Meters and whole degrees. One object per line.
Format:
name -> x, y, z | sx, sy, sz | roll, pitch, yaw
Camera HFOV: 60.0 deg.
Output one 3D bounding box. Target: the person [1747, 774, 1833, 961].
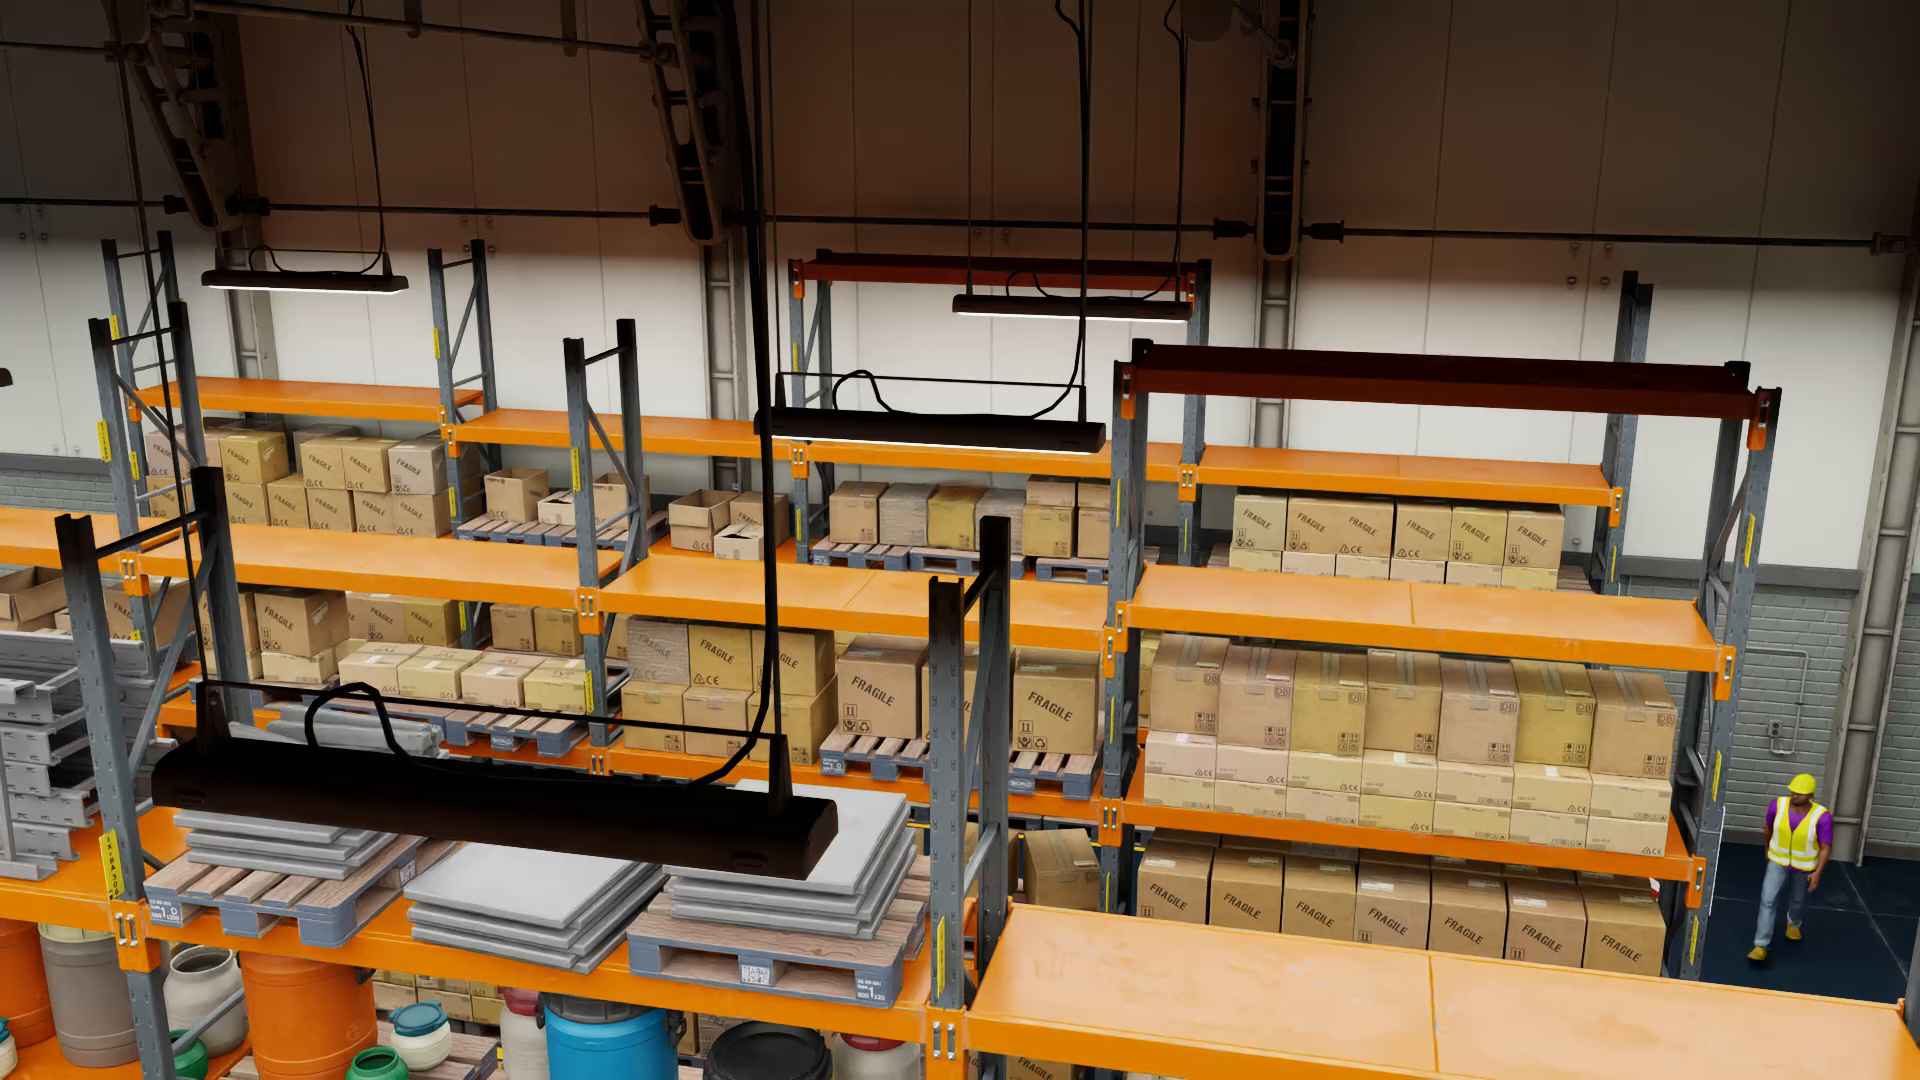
person -> 7.560, 2.956, 15.123 | 0.581, 1.709, 1.028 | 11, 20, 34
